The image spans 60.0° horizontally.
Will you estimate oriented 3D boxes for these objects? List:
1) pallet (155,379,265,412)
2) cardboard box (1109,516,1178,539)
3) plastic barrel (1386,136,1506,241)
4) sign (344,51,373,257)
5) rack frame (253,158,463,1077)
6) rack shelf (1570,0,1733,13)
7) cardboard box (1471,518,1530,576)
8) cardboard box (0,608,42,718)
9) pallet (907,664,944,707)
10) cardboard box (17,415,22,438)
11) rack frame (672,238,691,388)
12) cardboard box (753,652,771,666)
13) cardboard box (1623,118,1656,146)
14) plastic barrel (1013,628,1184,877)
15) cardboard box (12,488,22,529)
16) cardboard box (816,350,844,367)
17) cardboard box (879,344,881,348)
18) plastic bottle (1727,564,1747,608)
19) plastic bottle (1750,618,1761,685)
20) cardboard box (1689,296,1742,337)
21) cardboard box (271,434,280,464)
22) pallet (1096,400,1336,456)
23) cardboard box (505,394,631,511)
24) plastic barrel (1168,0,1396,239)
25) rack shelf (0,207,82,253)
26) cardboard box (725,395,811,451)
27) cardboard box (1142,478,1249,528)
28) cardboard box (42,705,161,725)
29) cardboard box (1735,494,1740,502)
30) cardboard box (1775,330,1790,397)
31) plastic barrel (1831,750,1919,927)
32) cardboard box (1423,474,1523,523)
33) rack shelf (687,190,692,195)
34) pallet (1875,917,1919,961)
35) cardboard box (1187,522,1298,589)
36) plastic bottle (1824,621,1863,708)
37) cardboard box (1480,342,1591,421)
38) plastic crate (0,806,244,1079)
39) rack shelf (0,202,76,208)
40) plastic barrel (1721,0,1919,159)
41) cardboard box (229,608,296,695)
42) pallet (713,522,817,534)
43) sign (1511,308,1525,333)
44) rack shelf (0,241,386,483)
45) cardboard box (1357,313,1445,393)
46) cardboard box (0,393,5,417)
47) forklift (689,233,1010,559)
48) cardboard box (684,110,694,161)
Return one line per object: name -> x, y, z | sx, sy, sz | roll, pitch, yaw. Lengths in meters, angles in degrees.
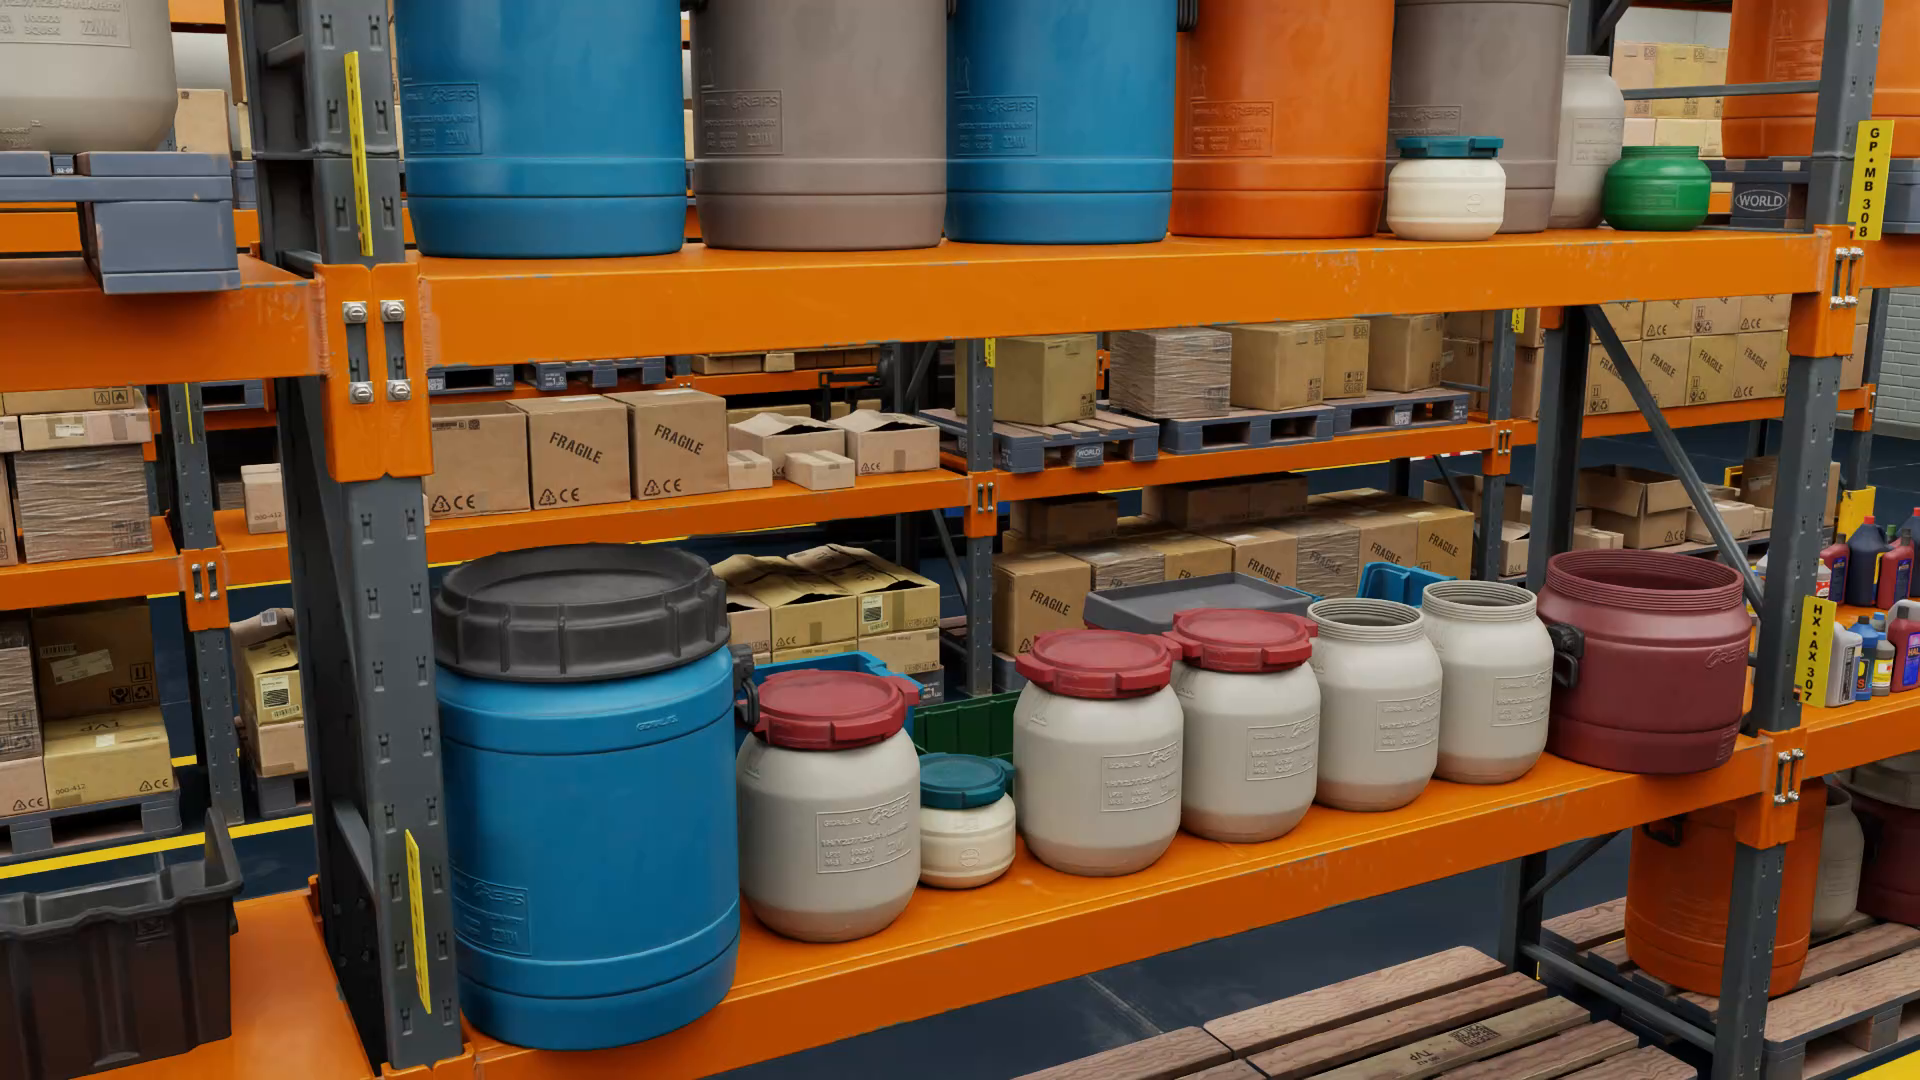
pallet -> -5.252, -1.142, 12.287 | 1.213, 0.211, 1.003 | -7, 14, -28
cardboard box -> 1.058, 0.157, 10.769 | 0.500, 0.500, 0.500 | -7, 15, -30
plastic barrel -> 1.261, -0.912, 4.311 | 0.301, 0.262, 0.301 | 0, 13, 0
sign -> -0.992, -0.634, 2.743 | 0.005, 0.325, 0.100 | -7, 14, -28
rack frame -> -1.246, 0.726, 3.550 | 0.127, 3.000, 1.000 | -7, 14, -28
rack shelf -> 5.161, -3.855, 11.888 | 4.000, 0.370, 1.077 | -7, 14, -28
cardboard box -> 3.878, 0.024, 11.791 | 0.500, 0.311, 0.500 | -7, 14, -28
cardboard box -> -4.608, 0.585, 7.778 | 0.500, 0.500, 0.500 | -7, 14, -28
pallet -> -0.846, 0.790, 9.618 | 1.213, 0.211, 1.003 | -7, 14, -28
cardboard box -> -4.391, -0.549, 7.512 | 0.250, 0.149, 0.380 | -7, 15, -29
rack frame -> -2.482, -1.604, 13.903 | 0.127, 3.000, 1.000 | -7, 14, -28
cardboard box -> -1.344, 0.697, 8.988 | 0.500, 0.250, 0.500 | -6, 14, -27
cardboard box -> 4.390, -2.761, 11.415 | 0.500, 0.250, 0.500 | -7, 14, -28
plastic barrel -> 0.343, 0.524, 4.137 | 0.433, 0.535, 0.433 | 0, 13, 0
cardboard box -> -6.885, -0.061, 11.740 | 0.500, 0.500, 0.500 | -8, 15, -32
cardboard box -> -1.197, -1.597, 14.398 | 0.250, 0.149, 0.380 | -6, 14, -27
cardboard box -> -0.579, -1.971, 14.583 | 0.500, 0.500, 0.500 | -6, 14, -26
plastic bottle -> 2.899, 0.190, 6.225 | 0.097, 0.271, 0.097 | 0, 13, 0
plastic bottle -> 2.727, 0.354, 5.489 | 0.135, 0.276, 0.152 | -7, 14, -28
cardboard box -> 5.311, -1.765, 12.115 | 0.500, 0.500, 0.500 | -6, 14, -26
cardboard box -> -4.970, -0.671, 12.744 | 0.500, 0.250, 0.500 | -7, 15, -29
pallet -> 1.600, -0.761, 10.597 | 1.213, 0.211, 1.003 | -7, 14, -28
cardboard box -> -2.032, -0.463, 8.608 | 0.500, 0.500, 0.500 | -7, 14, -28
plastic barrel -> 0.866, -1.254, 4.539 | 0.708, 0.830, 0.600 | -7, 14, -28
rack shelf -> -5.371, -1.131, 6.608 | 4.000, 0.370, 1.077 | -7, 14, -28
cardboard box -> -1.774, -0.812, 14.325 | 0.750, 0.750, 0.750 | -7, 14, -29
cardboard box -> 1.547, -0.269, 10.957 | 0.500, 0.250, 0.500 | -7, 15, -29
cardboard box -> -4.168, 0.898, 8.092 | 0.500, 0.250, 0.500 | -7, 14, -28
cardboard box -> 6.165, -0.319, 13.647 | 0.250, 0.166, 0.380 | -7, 14, -28
cardboard box -> 6.200, -1.385, 12.704 | 0.500, 0.500, 0.500 | -7, 14, -27
plastic barrel -> 3.678, 1.104, 6.409 | 0.708, 0.588, 0.600 | -7, 14, -28
cardboard box -> 3.770, -0.180, 12.268 | 0.500, 0.500, 0.500 | -7, 14, -28
rack shelf -> -0.726, -2.927, 14.588 | 4.000, 0.370, 1.077 | -7, 14, -28
pallet -> 4.007, 1.448, 6.696 | 1.213, 0.211, 1.003 | -7, 14, -28
cardboard box -> 1.786, 0.199, 10.585 | 0.500, 0.500, 0.500 | -7, 15, -30
plastic bottle -> 2.800, 0.383, 5.359 | 0.135, 0.276, 0.152 | -7, 14, -28
cardboard box -> 3.984, -1.120, 11.527 | 0.500, 0.500, 0.500 | -6, 14, -26
plastic crate -> -1.766, 0.787, 3.421 | 0.504, 0.338, 0.767 | -7, 14, -28
rack shelf -> -7.748, -2.085, 10.848 | 4.000, 0.370, 1.077 | -7, 14, -28
plastic barrel -> 2.765, -1.631, 5.260 | 0.708, 0.830, 0.600 | -7, 14, -28
cardboard box -> -3.398, 0.536, 8.422 | 0.500, 0.311, 0.500 | -7, 14, -28
pallet -> -1.754, -0.312, 14.513 | 1.213, 0.211, 1.003 | -7, 14, -28
sign -> 3.675, -1.529, 10.932 | 0.005, 0.325, 0.100 | -7, 14, -28
rack shelf -> -3.001, -0.176, 2.365 | 4.000, 0.370, 1.077 | -7, 14, -28
cardboard box -> 2.883, -1.317, 11.446 | 0.700, 0.500, 0.500 | 11, 17, 41
cardboard box -> -4.445, -0.809, 7.190 | 0.500, 0.500, 0.700 | -7, 14, -28
forklift -> -0.692, -1.385, 13.090 | 3.031, 2.935, 1.130 | -4, 13, -16
cardboard box -> -1.435, -2.069, 8.526 | 0.500, 0.250, 0.500 | -7, 15, -29
